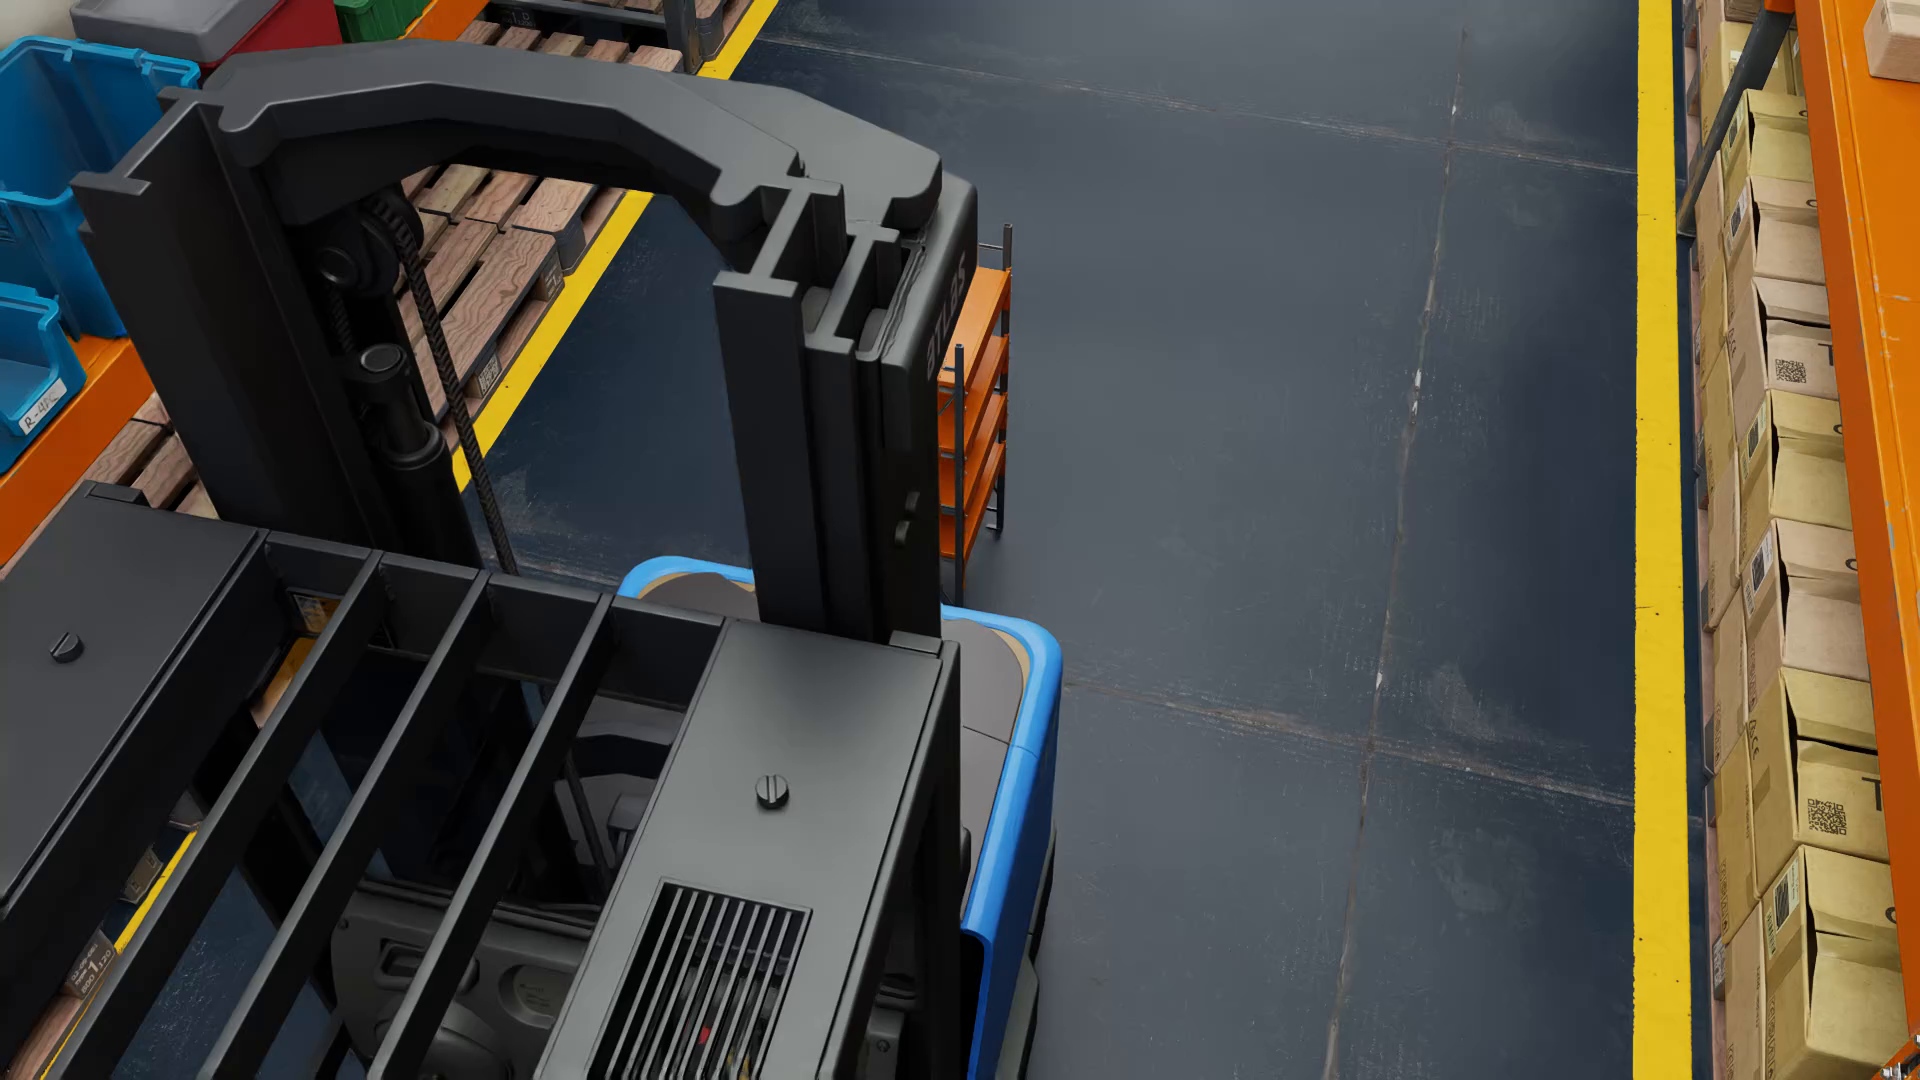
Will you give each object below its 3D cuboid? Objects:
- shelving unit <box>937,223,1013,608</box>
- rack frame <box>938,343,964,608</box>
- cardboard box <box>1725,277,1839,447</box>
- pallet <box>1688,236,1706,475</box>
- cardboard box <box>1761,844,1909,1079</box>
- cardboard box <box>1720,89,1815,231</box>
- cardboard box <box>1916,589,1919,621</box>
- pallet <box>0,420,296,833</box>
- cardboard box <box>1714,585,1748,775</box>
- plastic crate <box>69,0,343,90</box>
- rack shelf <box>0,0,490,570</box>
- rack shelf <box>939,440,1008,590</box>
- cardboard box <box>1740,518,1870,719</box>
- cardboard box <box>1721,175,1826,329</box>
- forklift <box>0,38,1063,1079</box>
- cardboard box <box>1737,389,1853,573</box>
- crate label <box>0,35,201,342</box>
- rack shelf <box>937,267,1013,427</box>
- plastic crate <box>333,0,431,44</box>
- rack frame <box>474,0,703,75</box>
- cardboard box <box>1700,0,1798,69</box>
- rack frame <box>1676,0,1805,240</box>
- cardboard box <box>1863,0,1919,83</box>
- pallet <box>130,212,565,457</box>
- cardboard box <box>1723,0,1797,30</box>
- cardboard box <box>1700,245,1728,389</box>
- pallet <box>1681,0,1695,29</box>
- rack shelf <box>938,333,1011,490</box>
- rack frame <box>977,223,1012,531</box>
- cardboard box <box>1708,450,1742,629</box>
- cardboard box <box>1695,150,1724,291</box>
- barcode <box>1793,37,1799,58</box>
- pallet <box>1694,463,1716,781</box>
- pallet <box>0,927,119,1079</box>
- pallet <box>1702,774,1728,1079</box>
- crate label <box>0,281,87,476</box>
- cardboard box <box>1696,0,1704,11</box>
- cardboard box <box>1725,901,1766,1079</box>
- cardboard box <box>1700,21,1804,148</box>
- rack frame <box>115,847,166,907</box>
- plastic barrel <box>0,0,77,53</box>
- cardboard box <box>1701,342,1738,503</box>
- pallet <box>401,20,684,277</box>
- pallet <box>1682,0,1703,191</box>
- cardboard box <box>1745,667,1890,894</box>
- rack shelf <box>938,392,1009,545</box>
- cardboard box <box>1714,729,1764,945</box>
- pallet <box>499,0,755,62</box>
[{"bbox_3d":[-0.044,-0.277,4.694,0.258,1.200,0.503,12,50,10],"label":"shelving unit"},{"bbox_3d":[-0.108,-0.101,4.539,0.240,1.200,0.015,12,50,10],"label":"rack frame"},{"bbox_3d":[2.573,-0.511,4.880,0.500,0.311,0.500,10,49,9],"label":"cardboard box"},{"bbox_3d":[3.038,-0.618,5.655,1.003,0.211,1.213,12,50,10],"label":"pallet"},{"bbox_3d":[2.041,0.970,3.573,0.500,0.311,0.500,13,50,11],"label":"cardboard box"},{"bbox_3d":[2.845,-1.246,5.529,0.500,0.311,0.500,12,50,10],"label":"cardboard box"},{"bbox_3d":[2.111,0.190,3.249,0.380,0.149,0.250,12,50,10],"label":"cardboard box"},{"bbox_3d":[-2.395,0.202,4.931,1.003,0.211,1.213,12,50,10],"label":"pallet"},{"bbox_3d":[2.312,0.418,4.435,0.500,0.250,0.500,13,50,11],"label":"cardboard box"},{"bbox_3d":[-1.916,-1.298,4.352,0.402,0.464,0.583,12,50,10],"label":"plastic crate"},{"bbox_3d":[-2.110,-1.377,4.944,1.077,0.370,4.000,12,50,10],"label":"rack shelf"},{"bbox_3d":[-0.044,-0.101,4.894,0.258,0.148,0.480,12,50,10],"label":"rack shelf"},{"bbox_3d":[2.307,0.228,4.228,0.500,0.311,0.500,11,50,10],"label":"cardboard box"},{"bbox_3d":[2.708,-0.885,5.210,0.500,0.311,0.500,11,49,10],"label":"cardboard box"},{"bbox_3d":[-0.596,0.922,2.481,1.130,2.935,3.031,10,49,9],"label":"forklift"},{"bbox_3d":[2.441,-0.134,4.547,0.500,0.311,0.500,13,50,11],"label":"cardboard box"},{"bbox_3d":[-2.114,-0.845,3.972,0.502,0.435,0.616,12,50,10],"label":"crate label"},{"bbox_3d":[-0.044,-0.537,4.400,0.258,0.148,0.480,12,50,10],"label":"rack shelf"},{"bbox_3d":[-1.770,-1.676,4.870,0.450,0.188,0.662,12,50,10],"label":"plastic crate"},{"bbox_3d":[-1.584,-3.061,5.951,1.000,3.000,0.127,12,50,10],"label":"rack frame"},{"bbox_3d":[3.246,-2.049,6.611,0.500,0.250,0.500,12,50,10],"label":"cardboard box"},{"bbox_3d":[3.194,-2.081,5.086,1.000,3.000,0.127,12,50,10],"label":"rack frame"},{"bbox_3d":[2.763,-1.398,4.650,0.380,0.149,0.250,12,50,10],"label":"cardboard box"},{"bbox_3d":[-2.072,-0.678,5.707,1.003,0.211,1.213,12,50,10],"label":"pallet"},{"bbox_3d":[3.248,-2.296,6.330,0.500,0.500,0.500,12,50,10],"label":"cardboard box"},{"bbox_3d":[2.713,-0.698,5.419,0.500,0.250,0.500,13,50,11],"label":"cardboard box"},{"bbox_3d":[3.763,-2.611,7.413,1.003,0.211,1.213,12,50,10],"label":"pallet"},{"bbox_3d":[-0.044,-0.381,4.577,0.258,0.148,0.480,12,50,10],"label":"rack shelf"},{"bbox_3d":[0.021,-0.454,4.850,0.240,1.200,0.015,12,50,10],"label":"rack frame"},{"bbox_3d":[2.444,0.045,4.764,0.500,0.250,0.500,12,50,11],"label":"cardboard box"},{"bbox_3d":[2.849,-1.068,5.745,0.500,0.250,0.500,10,49,9],"label":"cardboard box"},{"bbox_3d":[2.725,-1.615,5.408,0.001,0.075,0.075,12,50,10],"label":"barcode"},{"bbox_3d":[2.718,0.267,4.873,1.003,0.211,1.213,12,50,10],"label":"pallet"},{"bbox_3d":[-2.804,1.333,3.933,1.003,0.211,1.213,12,50,10],"label":"pallet"},{"bbox_3d":[2.395,1.147,4.097,1.003,0.211,1.213,12,50,10],"label":"pallet"},{"bbox_3d":[-2.164,-0.344,3.664,0.303,0.233,0.416,12,50,10],"label":"crate label"},{"bbox_3d":[3.364,-2.413,6.933,0.500,0.250,0.500,12,50,10],"label":"cardboard box"},{"bbox_3d":[2.044,1.154,3.785,0.500,0.250,0.500,13,50,11],"label":"cardboard box"},{"bbox_3d":[3.105,-1.689,6.294,0.500,0.250,0.500,12,50,10],"label":"cardboard box"},{"bbox_3d":[-2.637,-0.168,3.398,1.000,3.000,0.127,12,50,10],"label":"rack frame"},{"bbox_3d":[-2.461,-1.296,4.319,0.421,0.512,0.421,0,49,0],"label":"plastic barrel"},{"bbox_3d":[2.579,-0.323,5.088,0.500,0.250,0.500,10,49,9],"label":"cardboard box"},{"bbox_3d":[-1.753,-1.563,6.489,1.003,0.211,1.213,12,50,10],"label":"pallet"},{"bbox_3d":[3.444,-1.726,6.632,1.003,0.211,1.213,12,50,10],"label":"pallet"},{"bbox_3d":[2.172,0.593,3.906,0.500,0.311,0.500,11,49,9],"label":"cardboard box"},{"bbox_3d":[-0.044,-0.233,4.745,0.258,0.148,0.480,12,50,10],"label":"rack shelf"},{"bbox_3d":[2.176,0.781,4.114,0.500,0.250,0.500,11,49,10],"label":"cardboard box"},{"bbox_3d":[-1.367,-2.616,7.418,1.003,0.211,1.213,12,50,10],"label":"pallet"}]
